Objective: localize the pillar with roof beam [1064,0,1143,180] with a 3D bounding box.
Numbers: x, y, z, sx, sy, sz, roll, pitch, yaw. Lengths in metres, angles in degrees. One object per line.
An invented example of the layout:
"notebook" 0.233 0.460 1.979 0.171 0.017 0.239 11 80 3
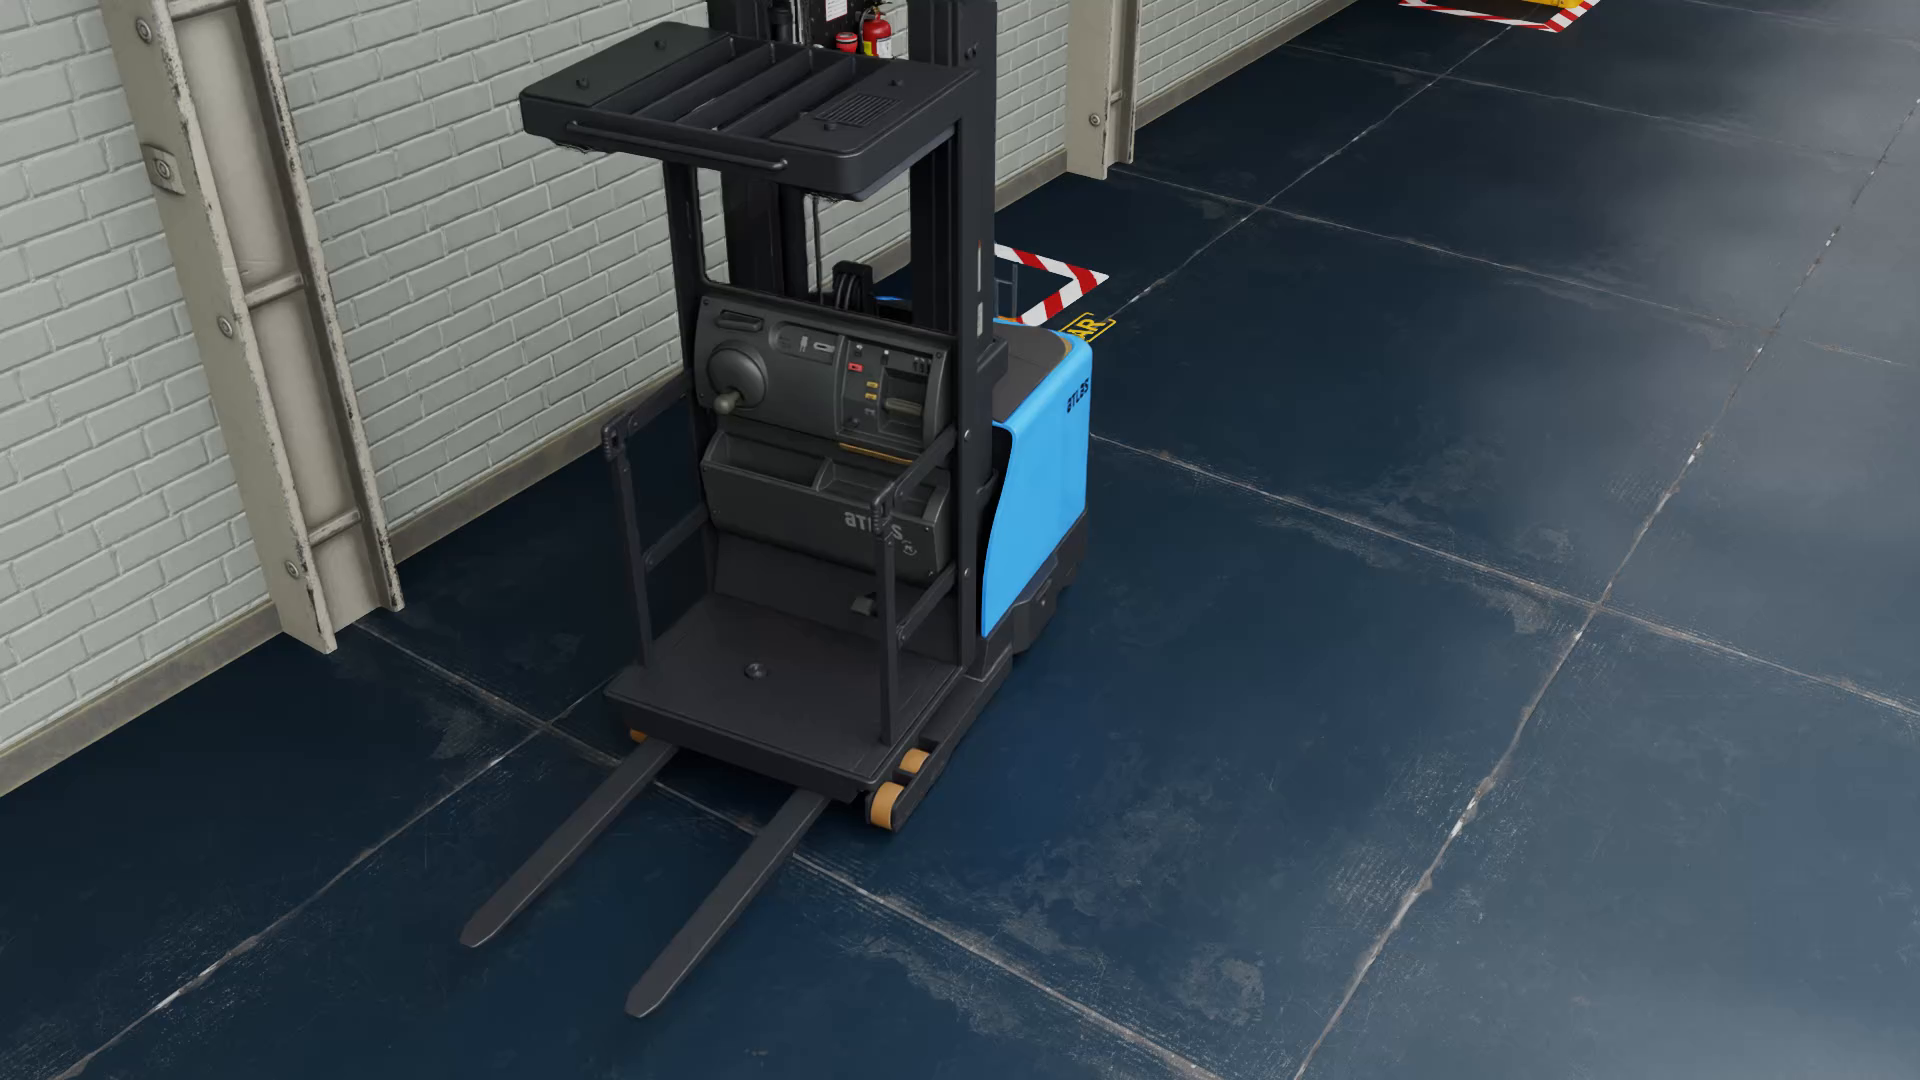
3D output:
"pillar with roof beam" 4.438 -4.801 6.316 9.100 9.000 0.400 21 39 28

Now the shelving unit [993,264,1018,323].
"shelving unit" 0.084 -0.602 7.069 0.258 1.200 0.189 15 37 21

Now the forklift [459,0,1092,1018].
"forklift" -0.564 -0.492 5.361 1.130 2.935 3.031 15 37 21

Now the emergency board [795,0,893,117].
"emergency board" -0.539 -2.565 8.366 0.194 1.169 0.643 21 39 28

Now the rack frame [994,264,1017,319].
"rack frame" 0.124 -0.648 7.138 0.240 1.200 0.006 15 37 21

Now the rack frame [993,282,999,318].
"rack frame" 0.044 -0.556 7.001 0.240 1.200 0.006 15 37 21

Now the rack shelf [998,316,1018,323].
"rack shelf" 0.084 -0.864 6.893 0.258 0.103 0.180 15 37 21

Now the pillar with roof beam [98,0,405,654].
"pillar with roof beam" 1.017 -2.039 2.233 9.100 9.000 0.400 21 39 28

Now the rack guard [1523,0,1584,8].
"rack guard" 4.677 -4.853 13.980 1.175 0.500 0.348 21 39 28
